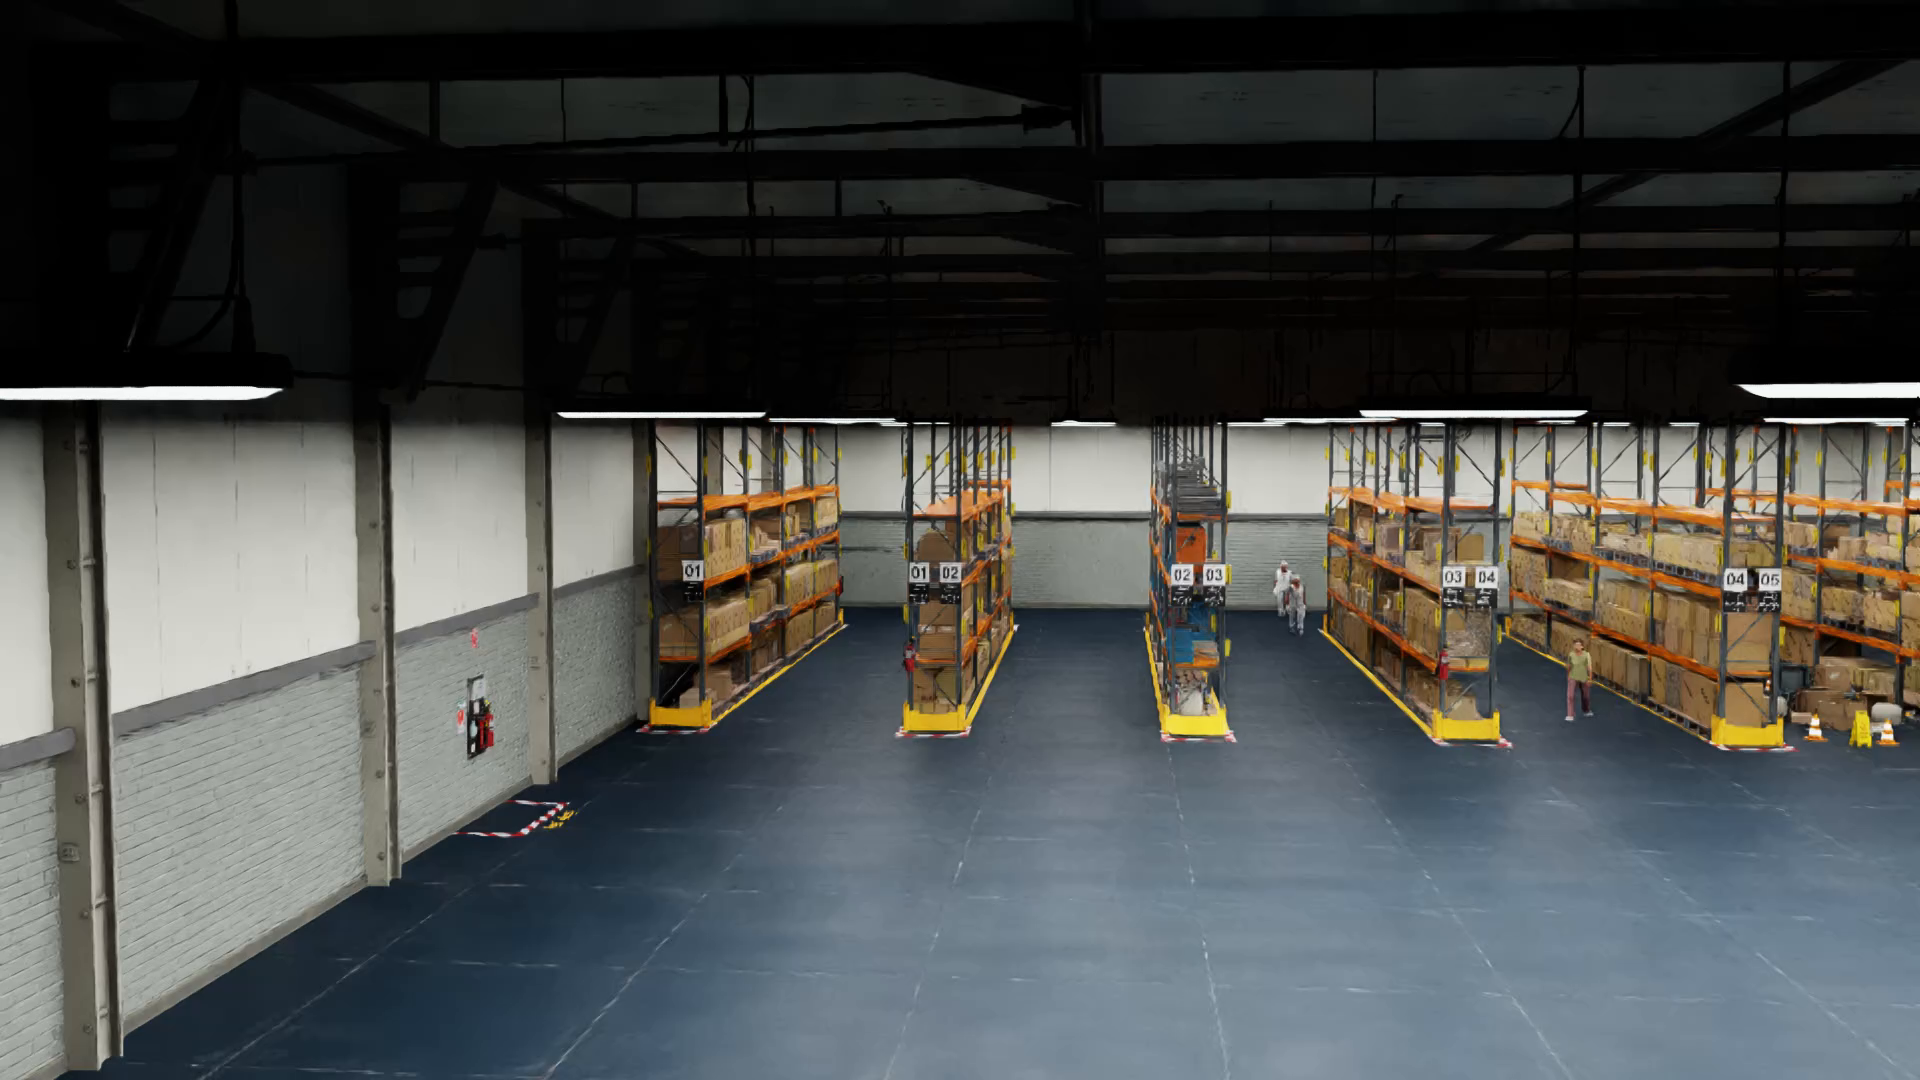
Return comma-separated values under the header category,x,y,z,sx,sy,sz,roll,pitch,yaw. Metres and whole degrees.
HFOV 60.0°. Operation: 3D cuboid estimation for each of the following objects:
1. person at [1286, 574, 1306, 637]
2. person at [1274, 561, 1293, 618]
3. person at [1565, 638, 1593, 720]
category,x,y,z,sx,sy,sz,roll,pitch,yaw
person,9.218,1.785,45.621,0.553,1.709,1.123,1,4,8
person,9.797,1.473,50.303,0.563,1.707,1.127,0,4,3
person,12.172,2.718,32.660,0.491,1.609,0.954,2,4,26
